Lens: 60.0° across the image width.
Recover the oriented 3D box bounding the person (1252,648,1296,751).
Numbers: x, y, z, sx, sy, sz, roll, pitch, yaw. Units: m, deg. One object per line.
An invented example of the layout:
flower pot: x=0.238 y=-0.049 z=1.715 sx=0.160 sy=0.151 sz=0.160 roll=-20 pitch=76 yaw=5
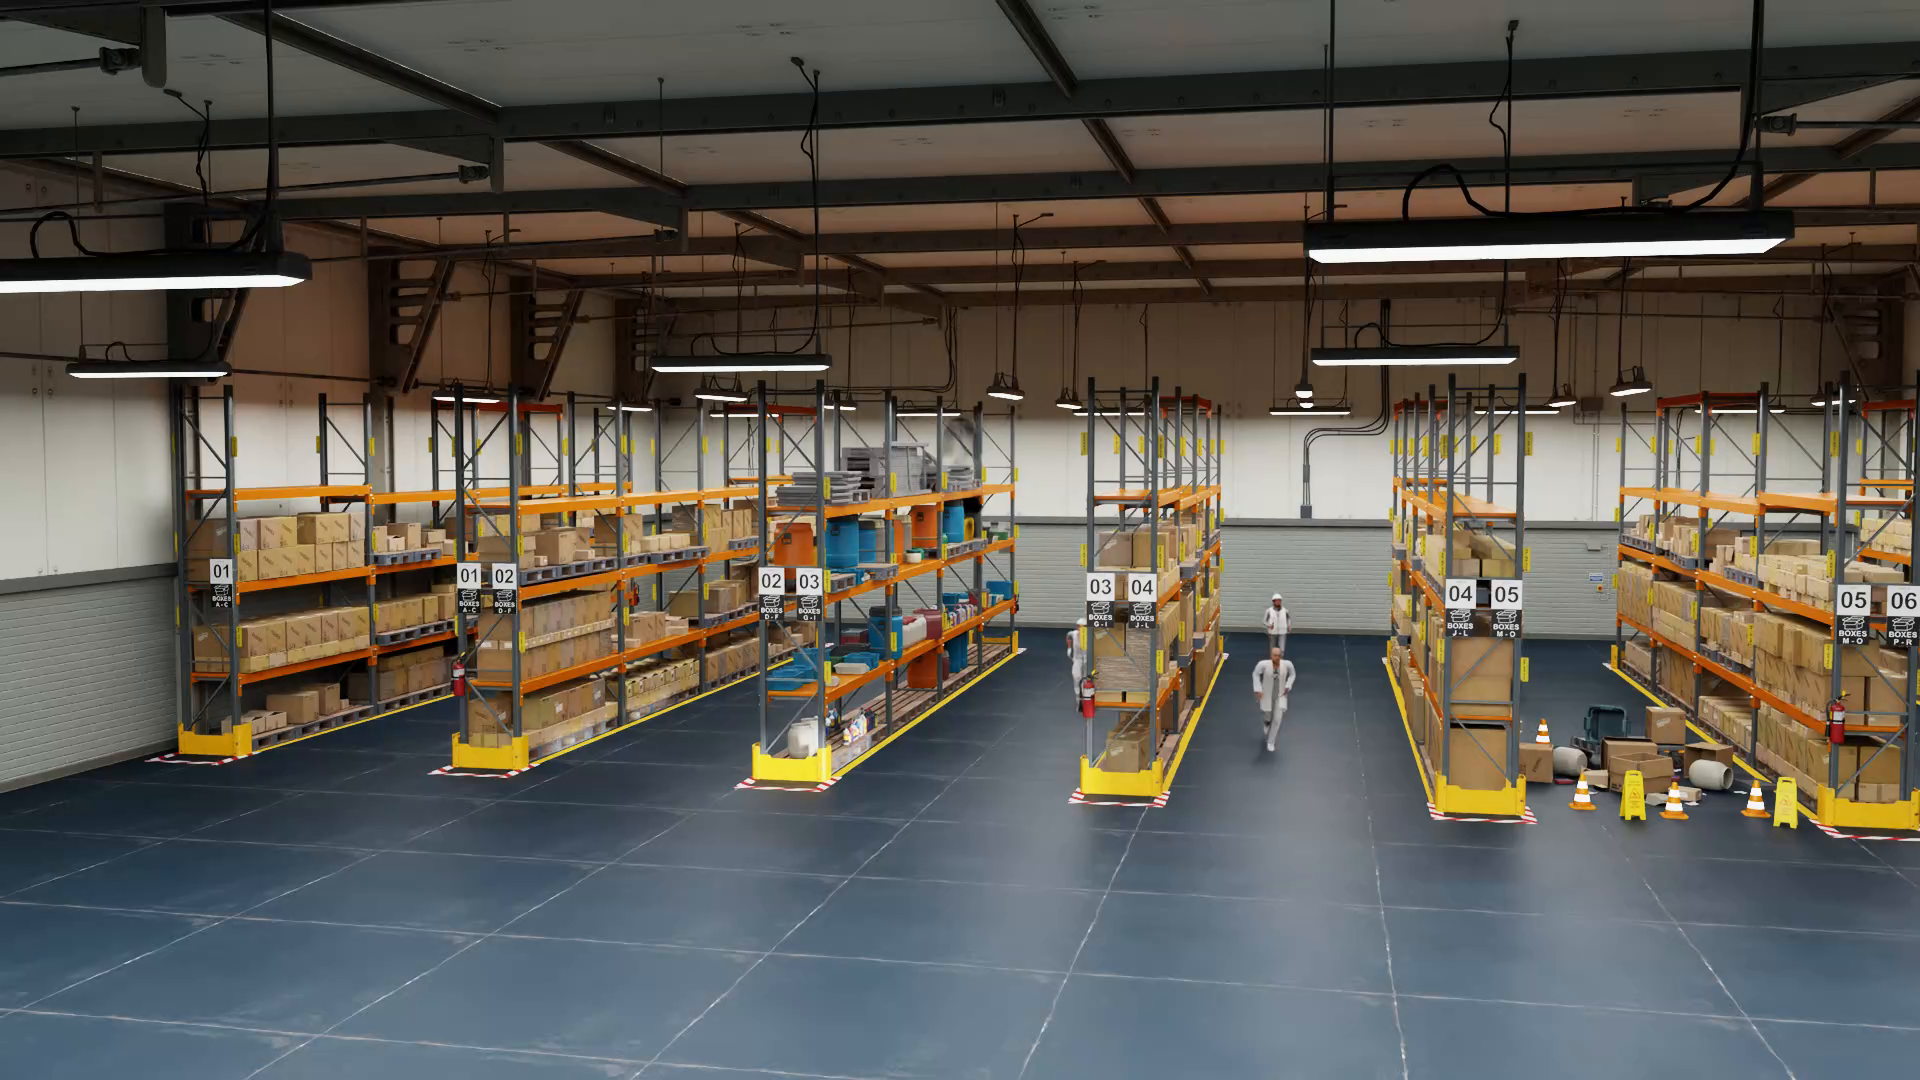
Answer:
person: x=5.215 y=2.619 z=27.724 sx=0.710 sy=1.724 sz=0.869 roll=0 pitch=3 yaw=-2

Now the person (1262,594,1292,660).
person: x=7.055 y=2.071 z=36.940 sx=0.669 sy=1.733 sz=0.760 roll=0 pitch=3 yaw=4

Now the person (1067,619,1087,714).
person: x=2.343 y=2.363 z=31.590 sx=0.653 sy=1.793 sz=0.989 roll=0 pitch=3 yaw=6
